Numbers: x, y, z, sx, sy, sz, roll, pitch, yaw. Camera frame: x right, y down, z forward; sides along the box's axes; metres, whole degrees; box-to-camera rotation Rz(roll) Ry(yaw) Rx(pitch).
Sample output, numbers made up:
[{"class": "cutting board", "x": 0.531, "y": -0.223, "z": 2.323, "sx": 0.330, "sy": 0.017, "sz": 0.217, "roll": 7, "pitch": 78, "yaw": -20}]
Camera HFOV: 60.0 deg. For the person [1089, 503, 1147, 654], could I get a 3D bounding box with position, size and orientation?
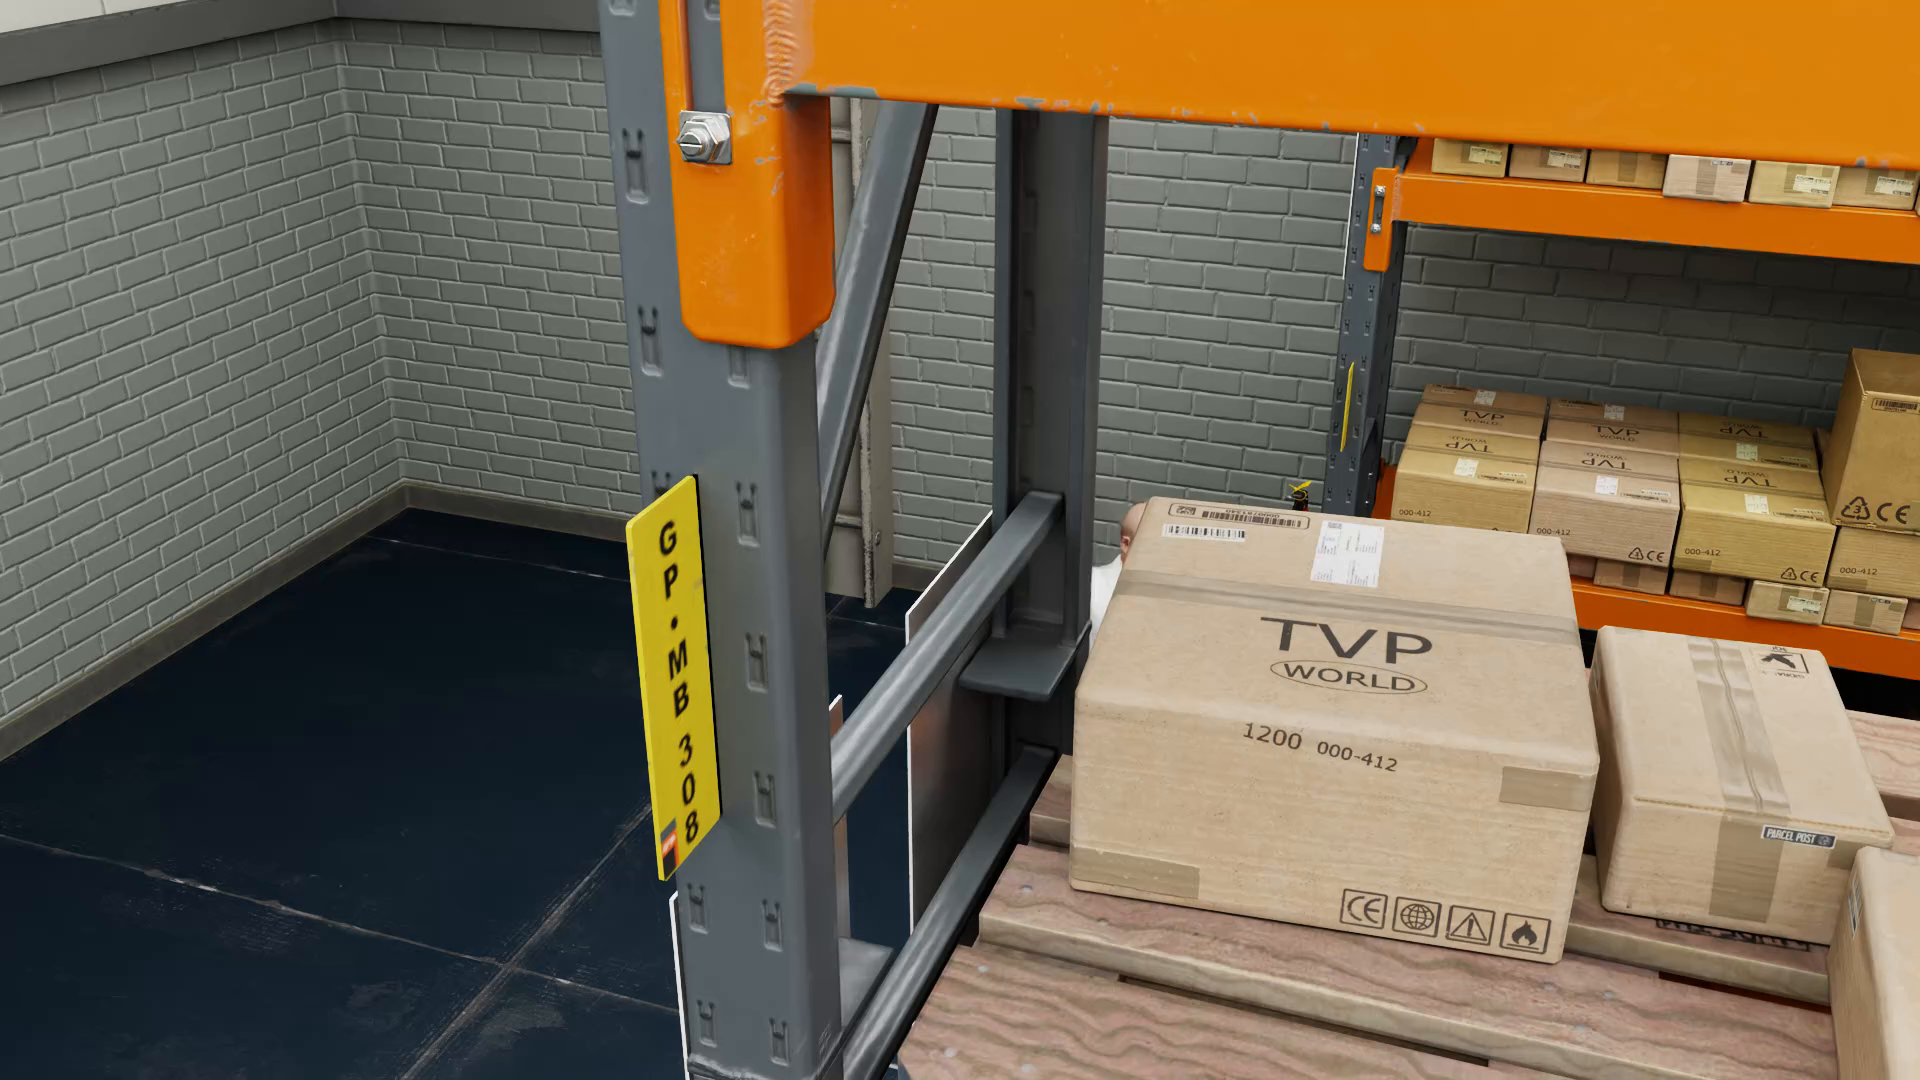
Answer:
[{"class": "person", "x": 0.579, "y": 0.712, "z": 6.097, "sx": 0.639, "sy": 1.774, "sz": 0.513, "roll": -7, "pitch": 26, "yaw": -13}]
